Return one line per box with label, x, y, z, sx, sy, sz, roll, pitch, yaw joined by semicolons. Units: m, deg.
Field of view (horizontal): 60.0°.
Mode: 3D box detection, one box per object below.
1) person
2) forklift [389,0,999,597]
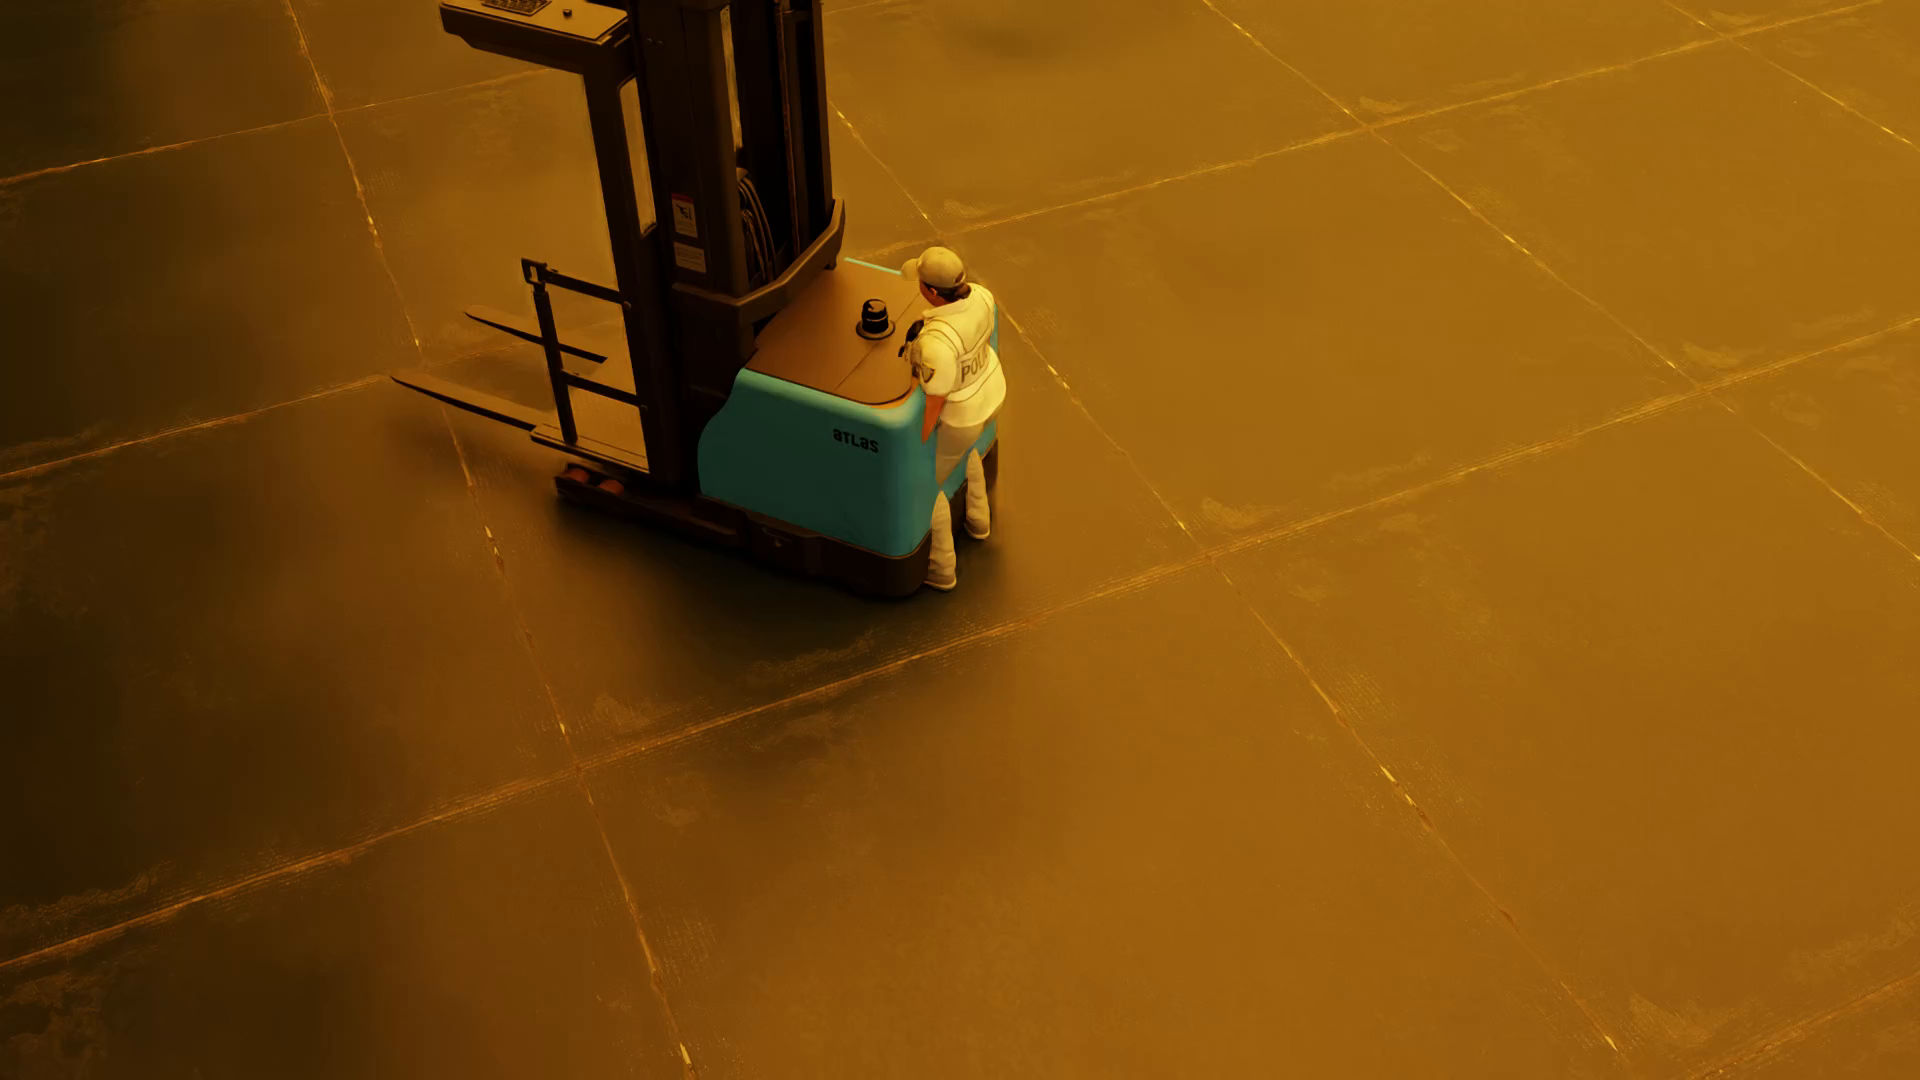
person;-0.058;-0.557;7.255;0.411;1.634;0.694;19;46;19
forklift;-1.374;-1.504;7.291;3.031;2.935;1.130;18;46;18
